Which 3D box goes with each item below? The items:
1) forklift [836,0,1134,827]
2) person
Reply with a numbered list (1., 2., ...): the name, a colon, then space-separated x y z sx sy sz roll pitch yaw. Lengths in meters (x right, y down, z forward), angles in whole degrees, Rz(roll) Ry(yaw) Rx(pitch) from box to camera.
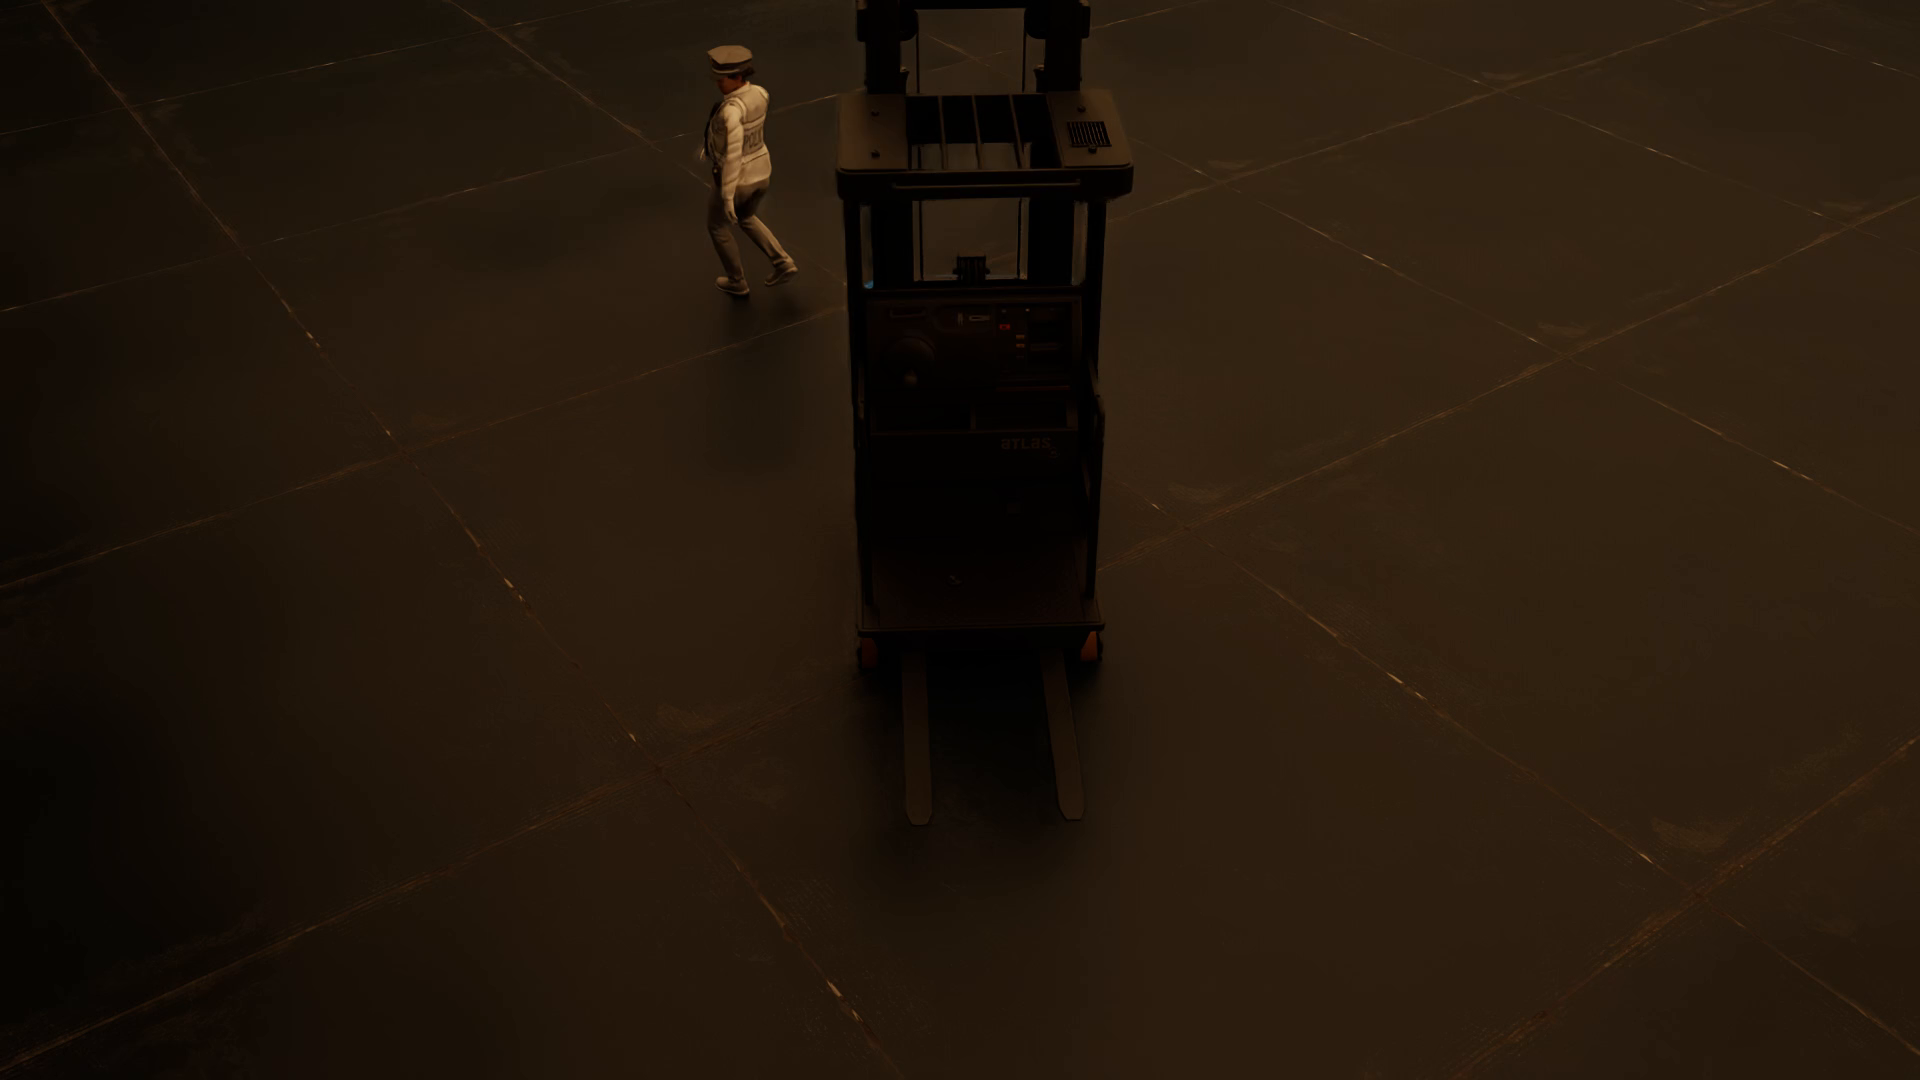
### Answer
1. forklift: 0.074 -0.787 7.009 1.130 2.935 3.031 -2 37 -2
2. person: -1.352 -2.172 10.005 0.593 1.612 0.620 24 43 28
